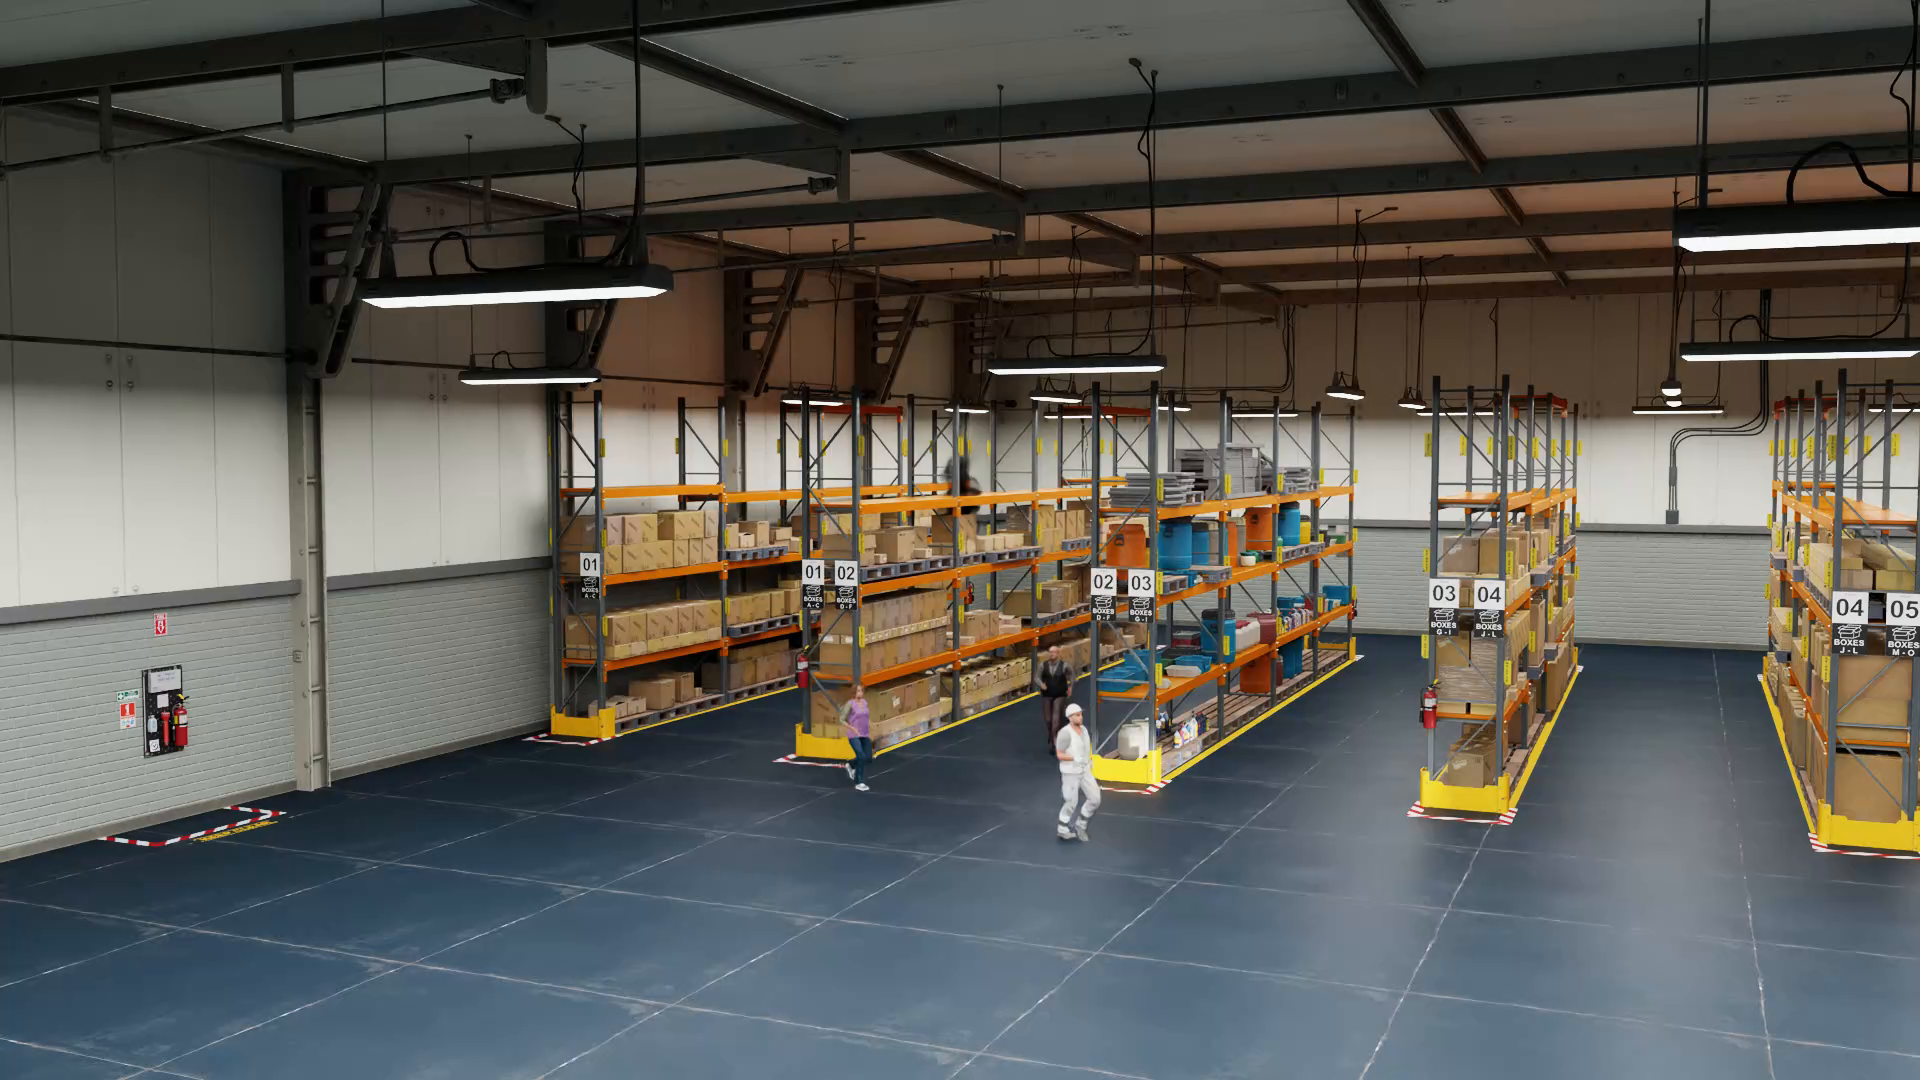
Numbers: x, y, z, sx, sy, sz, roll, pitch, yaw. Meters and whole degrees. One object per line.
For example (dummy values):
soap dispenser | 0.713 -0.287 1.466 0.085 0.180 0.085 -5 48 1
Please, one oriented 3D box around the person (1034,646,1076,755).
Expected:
person | 1.564 2.620 27.532 0.681 1.742 0.847 1 3 15

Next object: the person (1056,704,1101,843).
person | 1.491 2.955 20.989 0.628 1.784 0.692 -3 4 -39

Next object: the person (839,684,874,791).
person | -1.533 2.877 24.402 0.536 1.549 0.567 -3 4 -43
